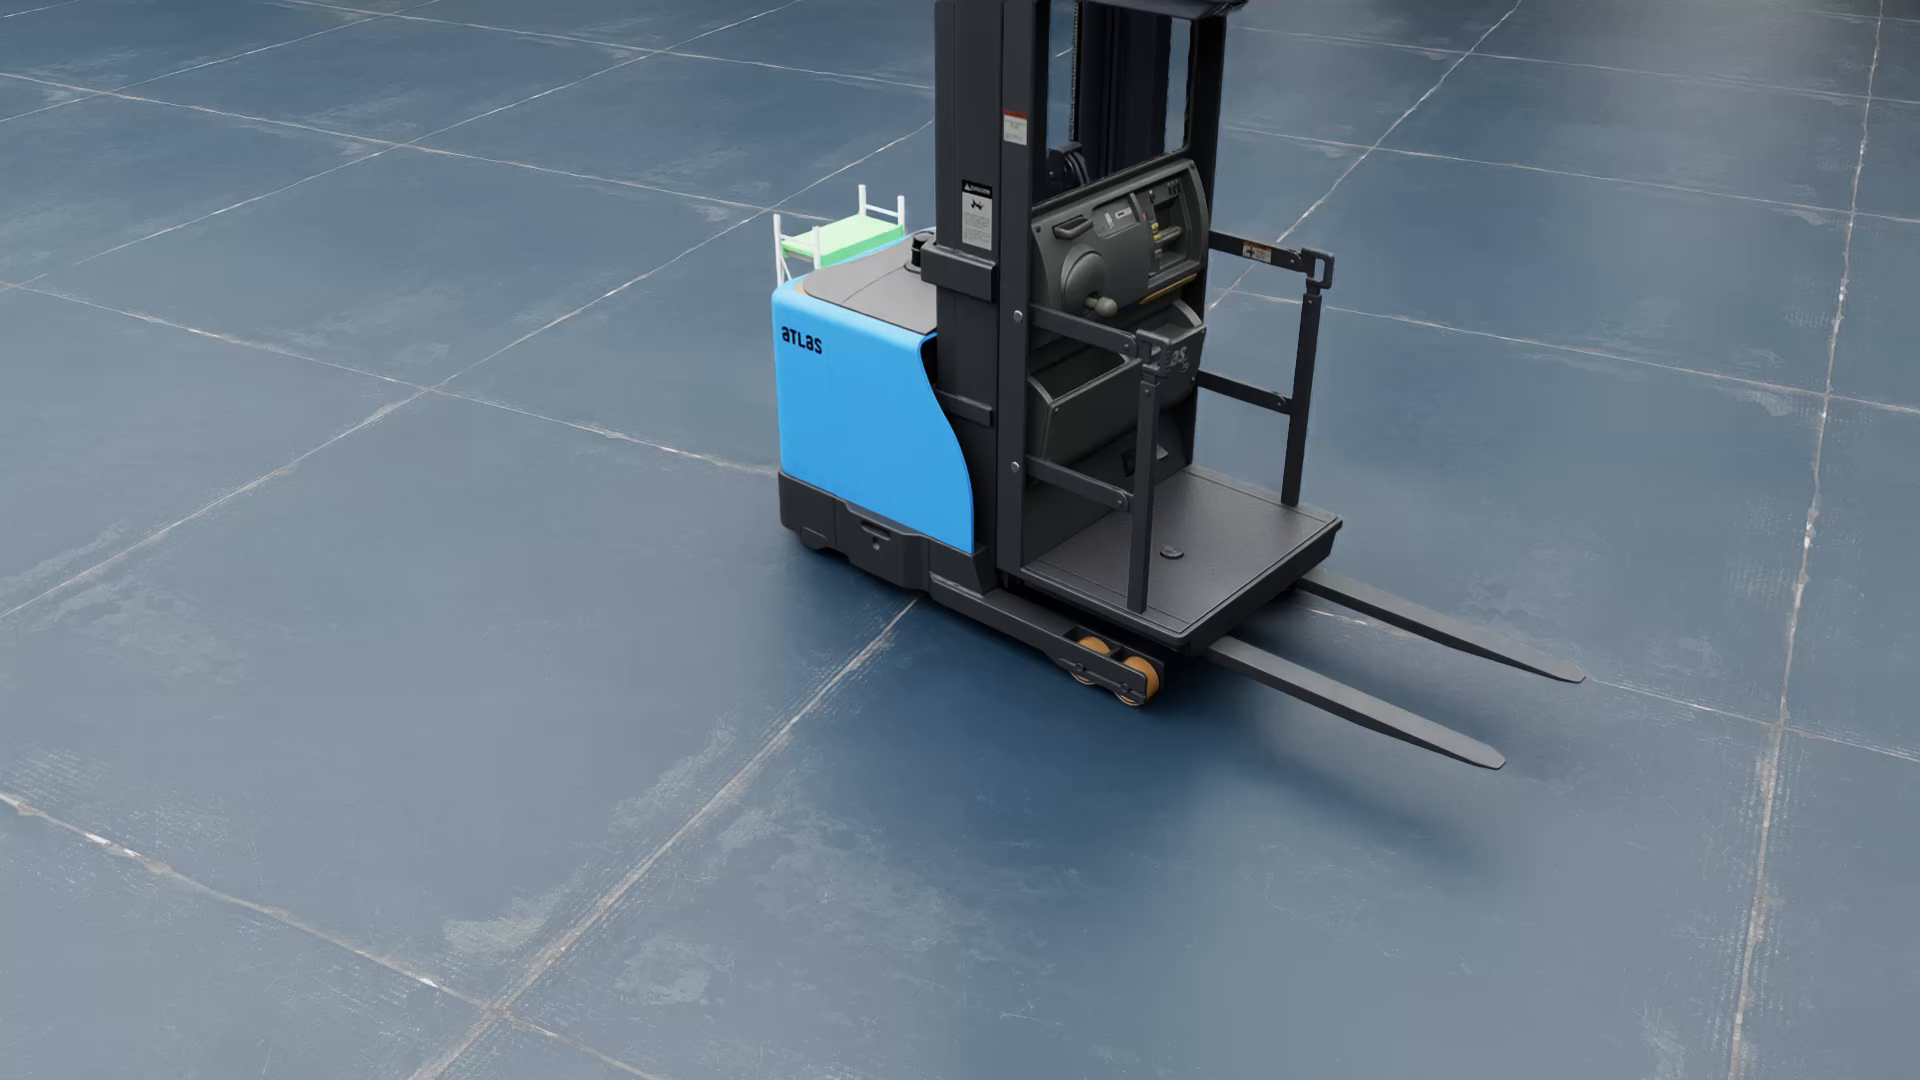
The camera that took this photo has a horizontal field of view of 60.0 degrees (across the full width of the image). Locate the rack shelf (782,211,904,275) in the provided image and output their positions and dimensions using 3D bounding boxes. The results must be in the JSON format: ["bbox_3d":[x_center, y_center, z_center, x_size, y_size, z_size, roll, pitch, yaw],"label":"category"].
[{"bbox_3d":[-0.482,-1.184,6.769,0.258,0.148,0.480,23,37,35],"label":"rack shelf"}]

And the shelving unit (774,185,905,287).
[{"bbox_3d":[-0.481,-0.822,6.976,0.258,1.200,0.503,23,37,35],"label":"shelving unit"}]

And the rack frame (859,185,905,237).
[{"bbox_3d":[-0.321,-0.914,7.136,0.240,1.200,0.015,23,37,35],"label":"rack frame"}]

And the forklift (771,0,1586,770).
[{"bbox_3d":[0.717,-0.995,5.540,3.031,2.935,1.130,23,37,34],"label":"forklift"}]

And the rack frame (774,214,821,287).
[{"bbox_3d":[-0.640,-0.730,6.815,0.240,1.200,0.015,23,37,35],"label":"rack frame"}]
